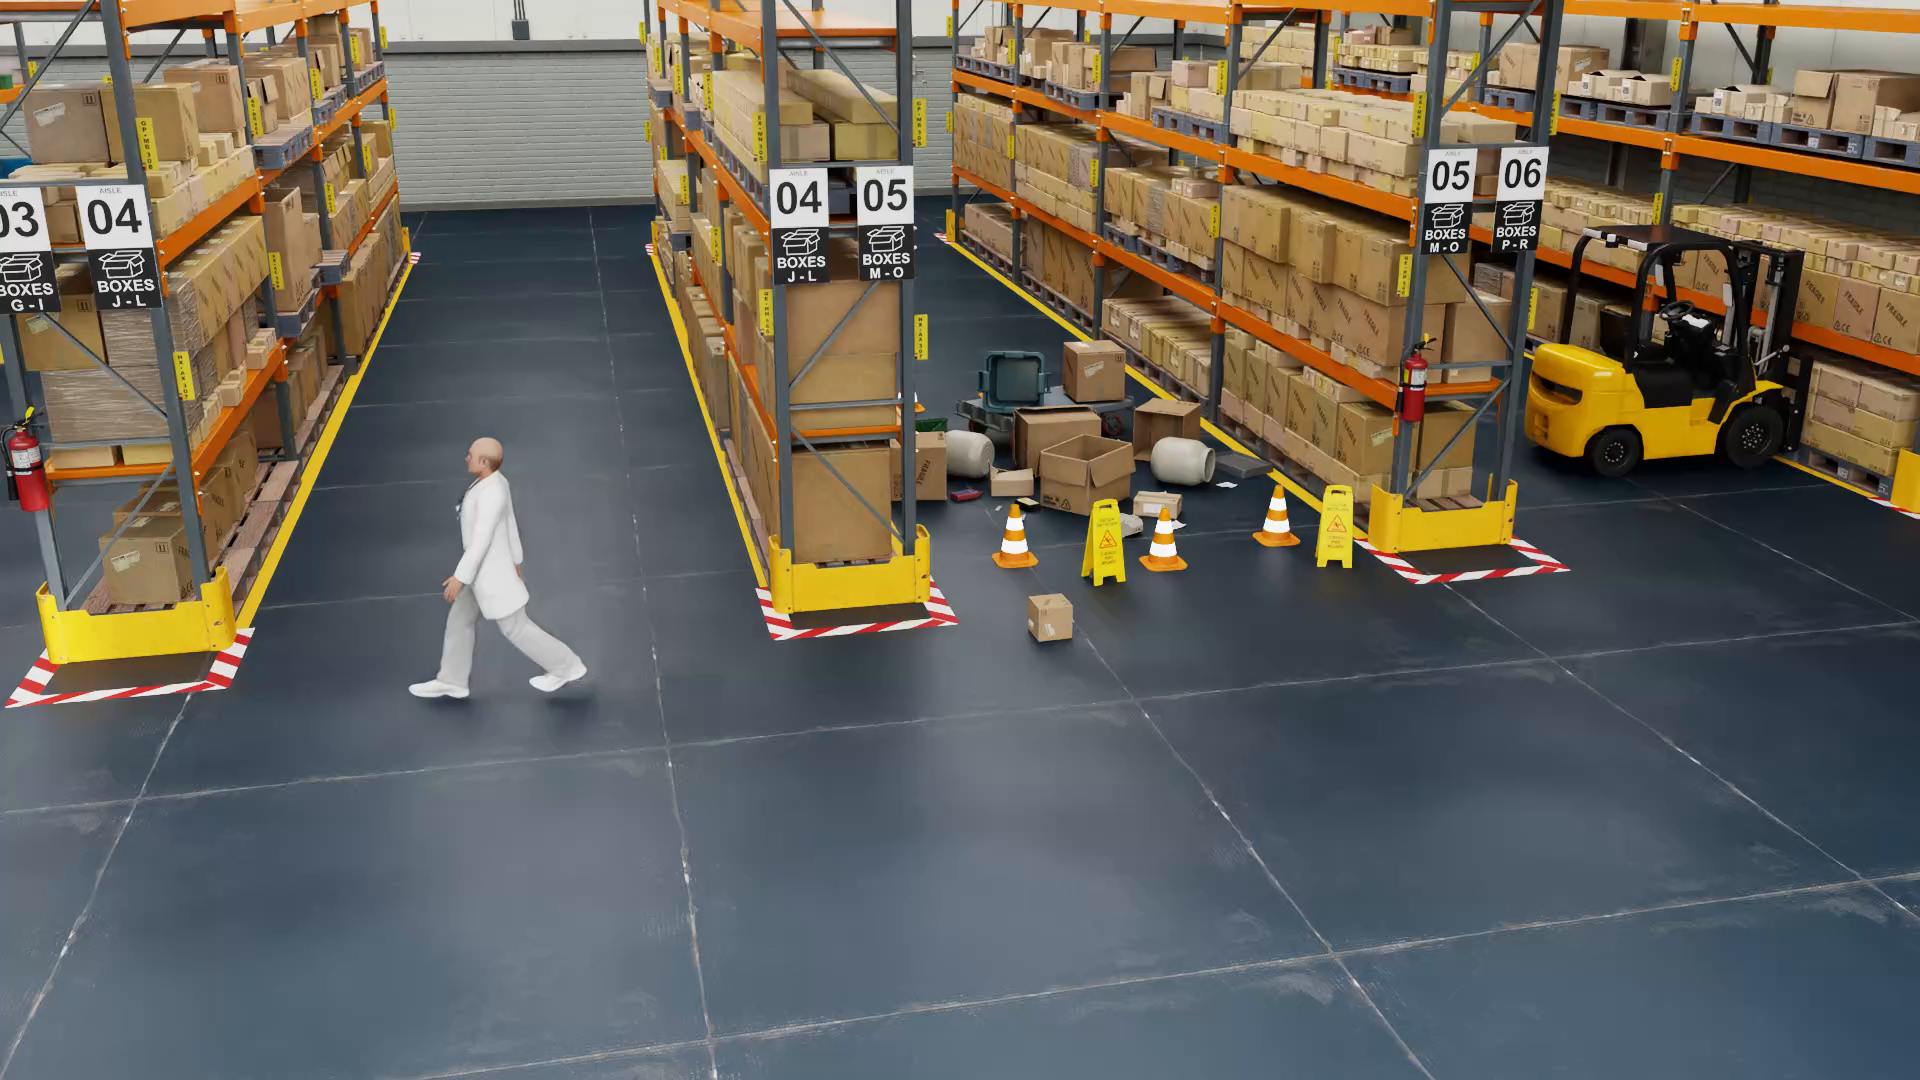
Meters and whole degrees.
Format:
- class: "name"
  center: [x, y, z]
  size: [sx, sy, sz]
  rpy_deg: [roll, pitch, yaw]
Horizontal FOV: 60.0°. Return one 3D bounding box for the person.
- class: "person"
  center: [-2.990, 0.198, 10.532]
  size: [1.118, 1.730, 0.555]
  rpy_deg: [-6, 20, -17]
